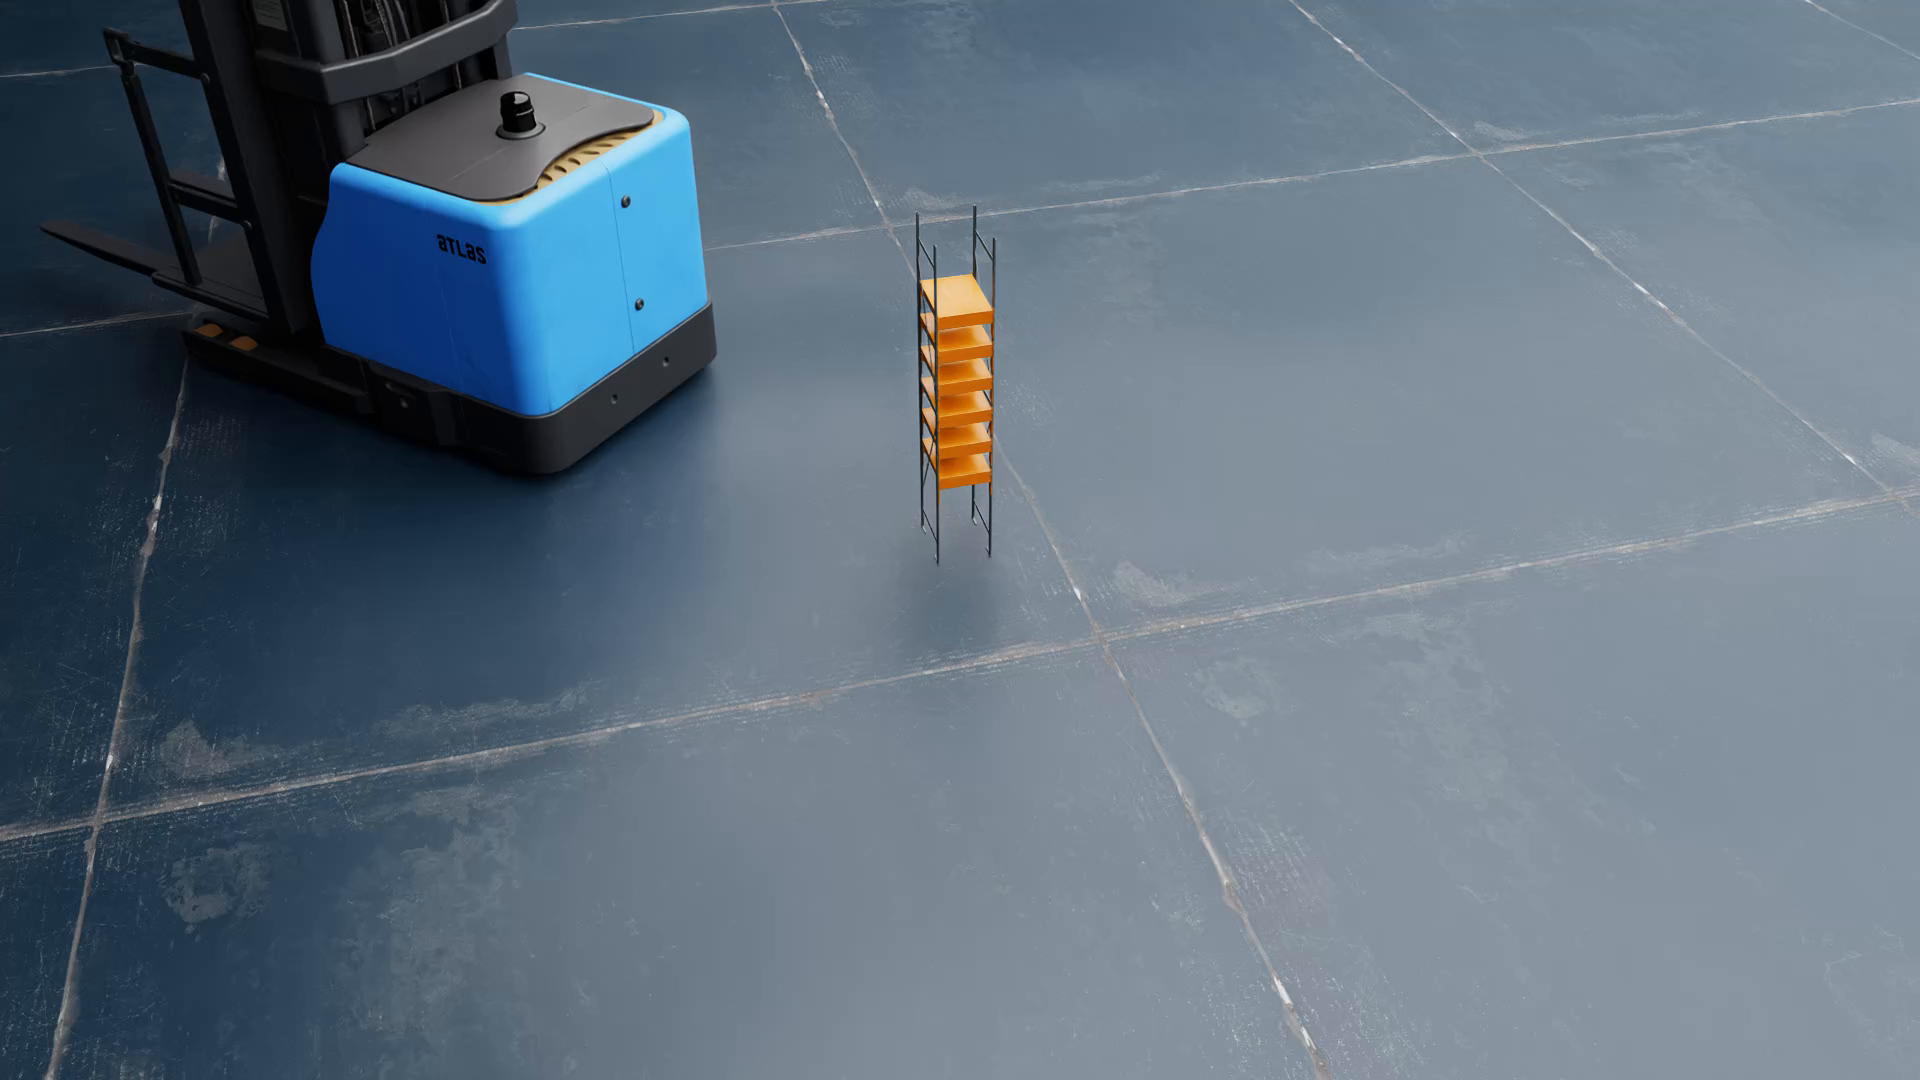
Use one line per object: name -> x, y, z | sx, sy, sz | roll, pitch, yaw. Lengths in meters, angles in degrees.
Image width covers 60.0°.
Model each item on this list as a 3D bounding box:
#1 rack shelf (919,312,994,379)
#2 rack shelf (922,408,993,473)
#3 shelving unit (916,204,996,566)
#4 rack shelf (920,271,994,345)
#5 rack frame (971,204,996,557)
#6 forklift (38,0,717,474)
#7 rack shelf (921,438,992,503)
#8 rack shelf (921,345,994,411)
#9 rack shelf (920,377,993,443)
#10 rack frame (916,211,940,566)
rack shelf -> -0.014, -0.630, 5.264 | 0.180, 0.103, 0.258 | -9, 38, -12
rack shelf -> -0.014, -0.344, 5.482 | 0.180, 0.103, 0.258 | -9, 38, -12
shelving unit -> -0.014, -0.474, 5.382 | 0.189, 1.200, 0.258 | -9, 38, -12
rack shelf -> -0.014, -0.725, 5.191 | 0.180, 0.103, 0.258 | -9, 38, -12
rack frame -> 0.074, -0.489, 5.401 | 0.006, 1.200, 0.240 | -9, 38, -12
forklift -> -2.497, -2.057, 6.026 | 3.031, 2.935, 1.130 | 20, 42, 24
rack shelf -> -0.014, -0.248, 5.555 | 0.180, 0.103, 0.258 | -9, 38, -12
rack shelf -> -0.014, -0.534, 5.337 | 0.180, 0.103, 0.258 | -9, 38, -12
rack shelf -> -0.014, -0.439, 5.409 | 0.180, 0.103, 0.258 | -9, 38, -12
rack frame -> -0.102, -0.460, 5.364 | 0.006, 1.200, 0.240 | -9, 38, -12
